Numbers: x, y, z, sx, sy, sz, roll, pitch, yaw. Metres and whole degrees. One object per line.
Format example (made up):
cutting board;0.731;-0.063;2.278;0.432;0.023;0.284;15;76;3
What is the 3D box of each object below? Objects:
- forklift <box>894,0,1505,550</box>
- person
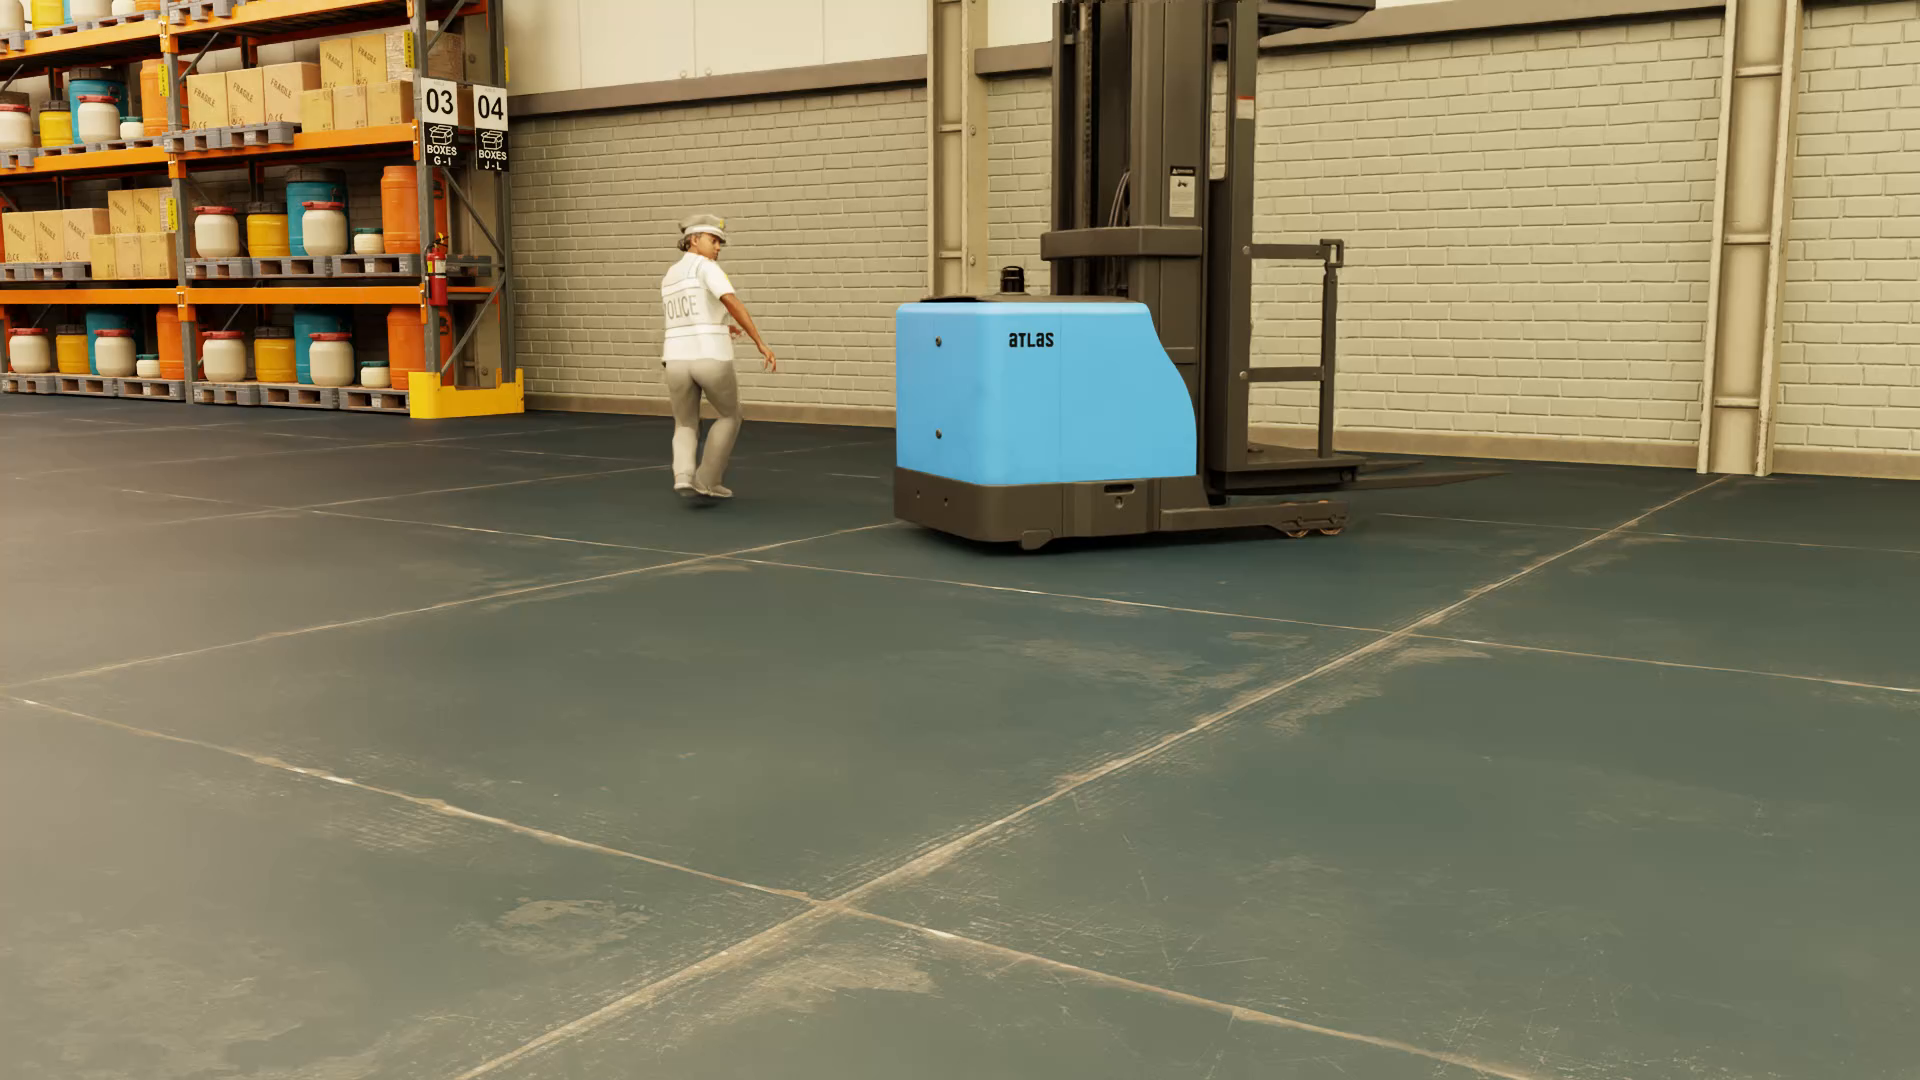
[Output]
forklift;1.246;-1.523;7.901;3.031;2.935;1.130;-4;9;-25
person;-1.272;-0.968;8.991;0.785;1.555;0.805;3;9;22
